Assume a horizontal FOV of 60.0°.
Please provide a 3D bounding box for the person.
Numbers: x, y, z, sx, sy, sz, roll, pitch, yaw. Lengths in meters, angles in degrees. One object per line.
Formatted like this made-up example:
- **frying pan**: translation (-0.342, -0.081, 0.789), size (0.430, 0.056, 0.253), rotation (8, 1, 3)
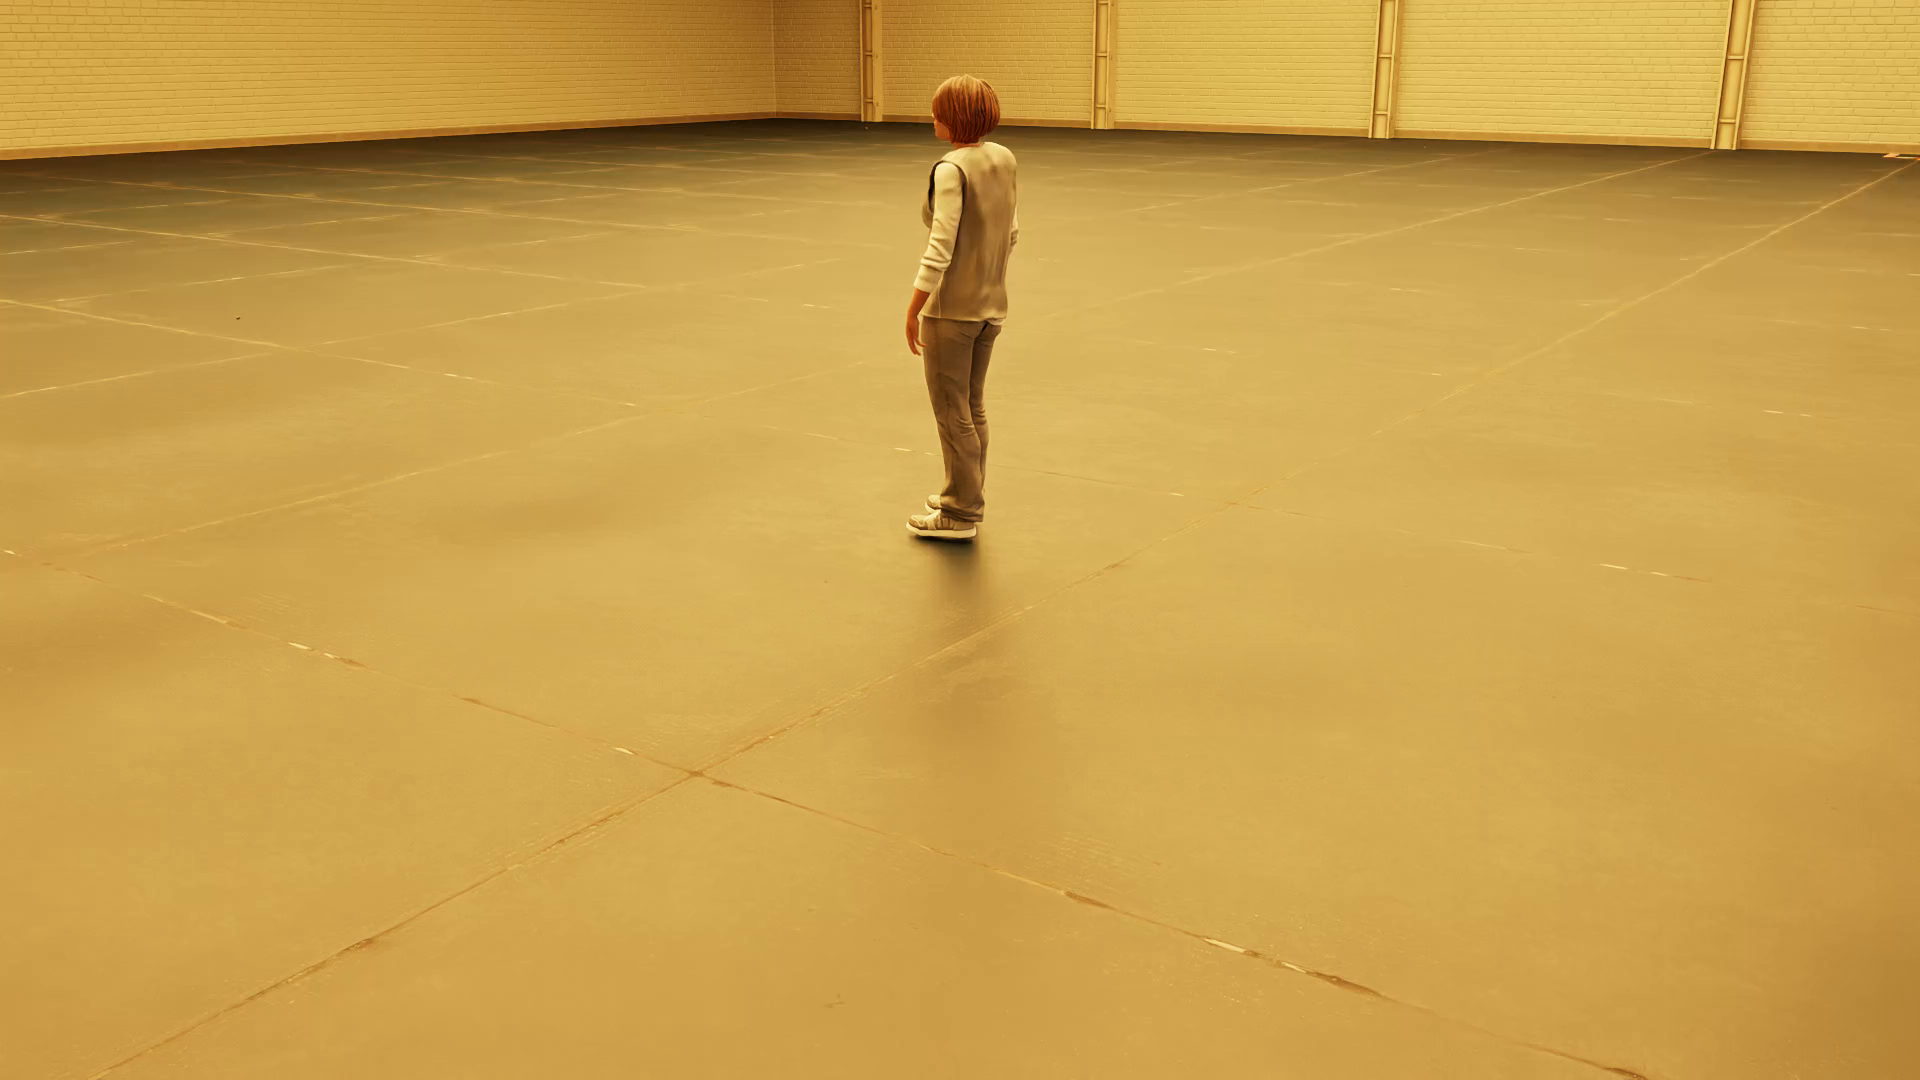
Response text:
- **person**: translation (-0.053, -0.786, 5.770), size (0.473, 1.595, 0.520), rotation (11, 20, 33)
